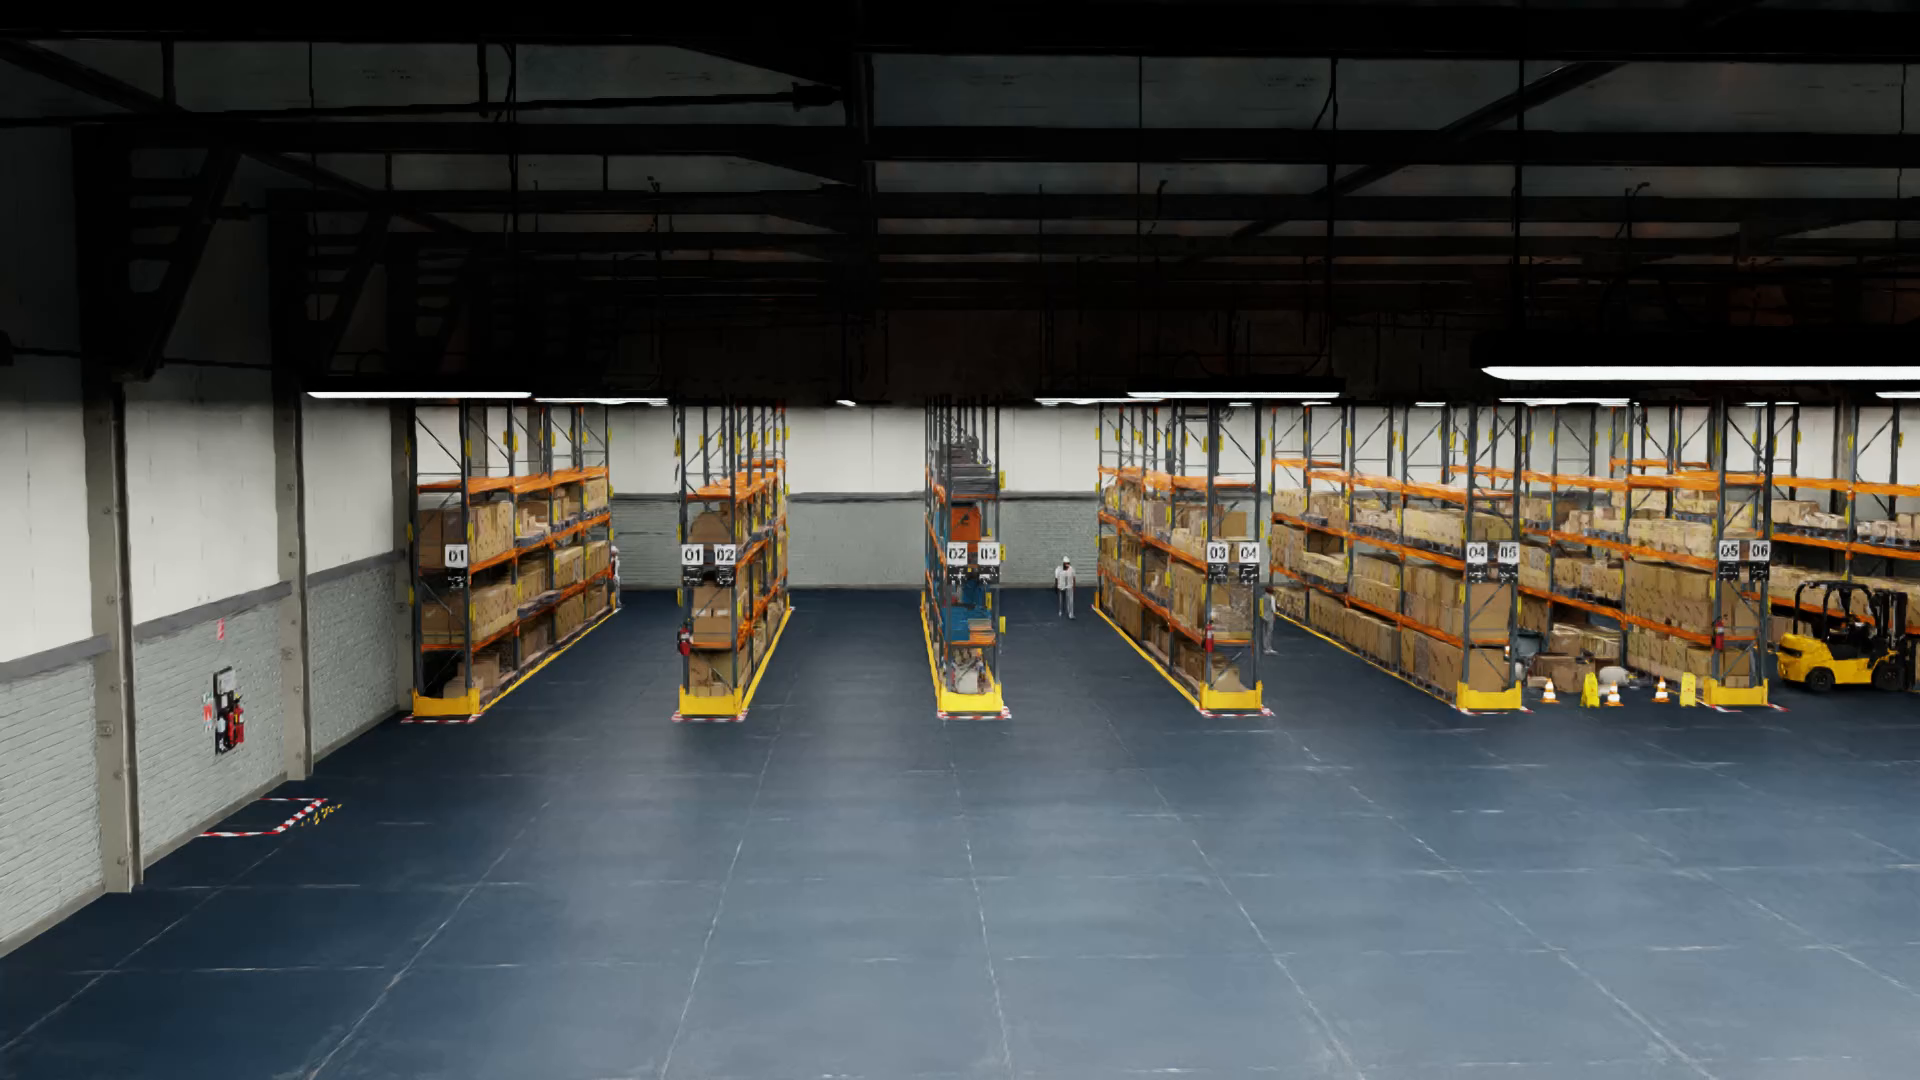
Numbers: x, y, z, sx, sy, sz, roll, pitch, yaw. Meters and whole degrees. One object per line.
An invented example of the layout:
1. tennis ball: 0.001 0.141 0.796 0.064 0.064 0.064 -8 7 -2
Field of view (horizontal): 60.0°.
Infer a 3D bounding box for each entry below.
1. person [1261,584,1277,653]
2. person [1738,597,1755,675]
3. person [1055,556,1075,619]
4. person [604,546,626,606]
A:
1. person: 7.261 1.832 38.976 0.419 1.603 0.504 -3 5 -30
2. person: 16.856 2.054 35.797 0.518 1.675 0.548 2 5 23
3. person: 2.876 1.281 45.425 0.577 1.691 1.121 0 5 0
4. person: -10.056 1.043 48.074 0.586 1.774 0.654 2 5 28
